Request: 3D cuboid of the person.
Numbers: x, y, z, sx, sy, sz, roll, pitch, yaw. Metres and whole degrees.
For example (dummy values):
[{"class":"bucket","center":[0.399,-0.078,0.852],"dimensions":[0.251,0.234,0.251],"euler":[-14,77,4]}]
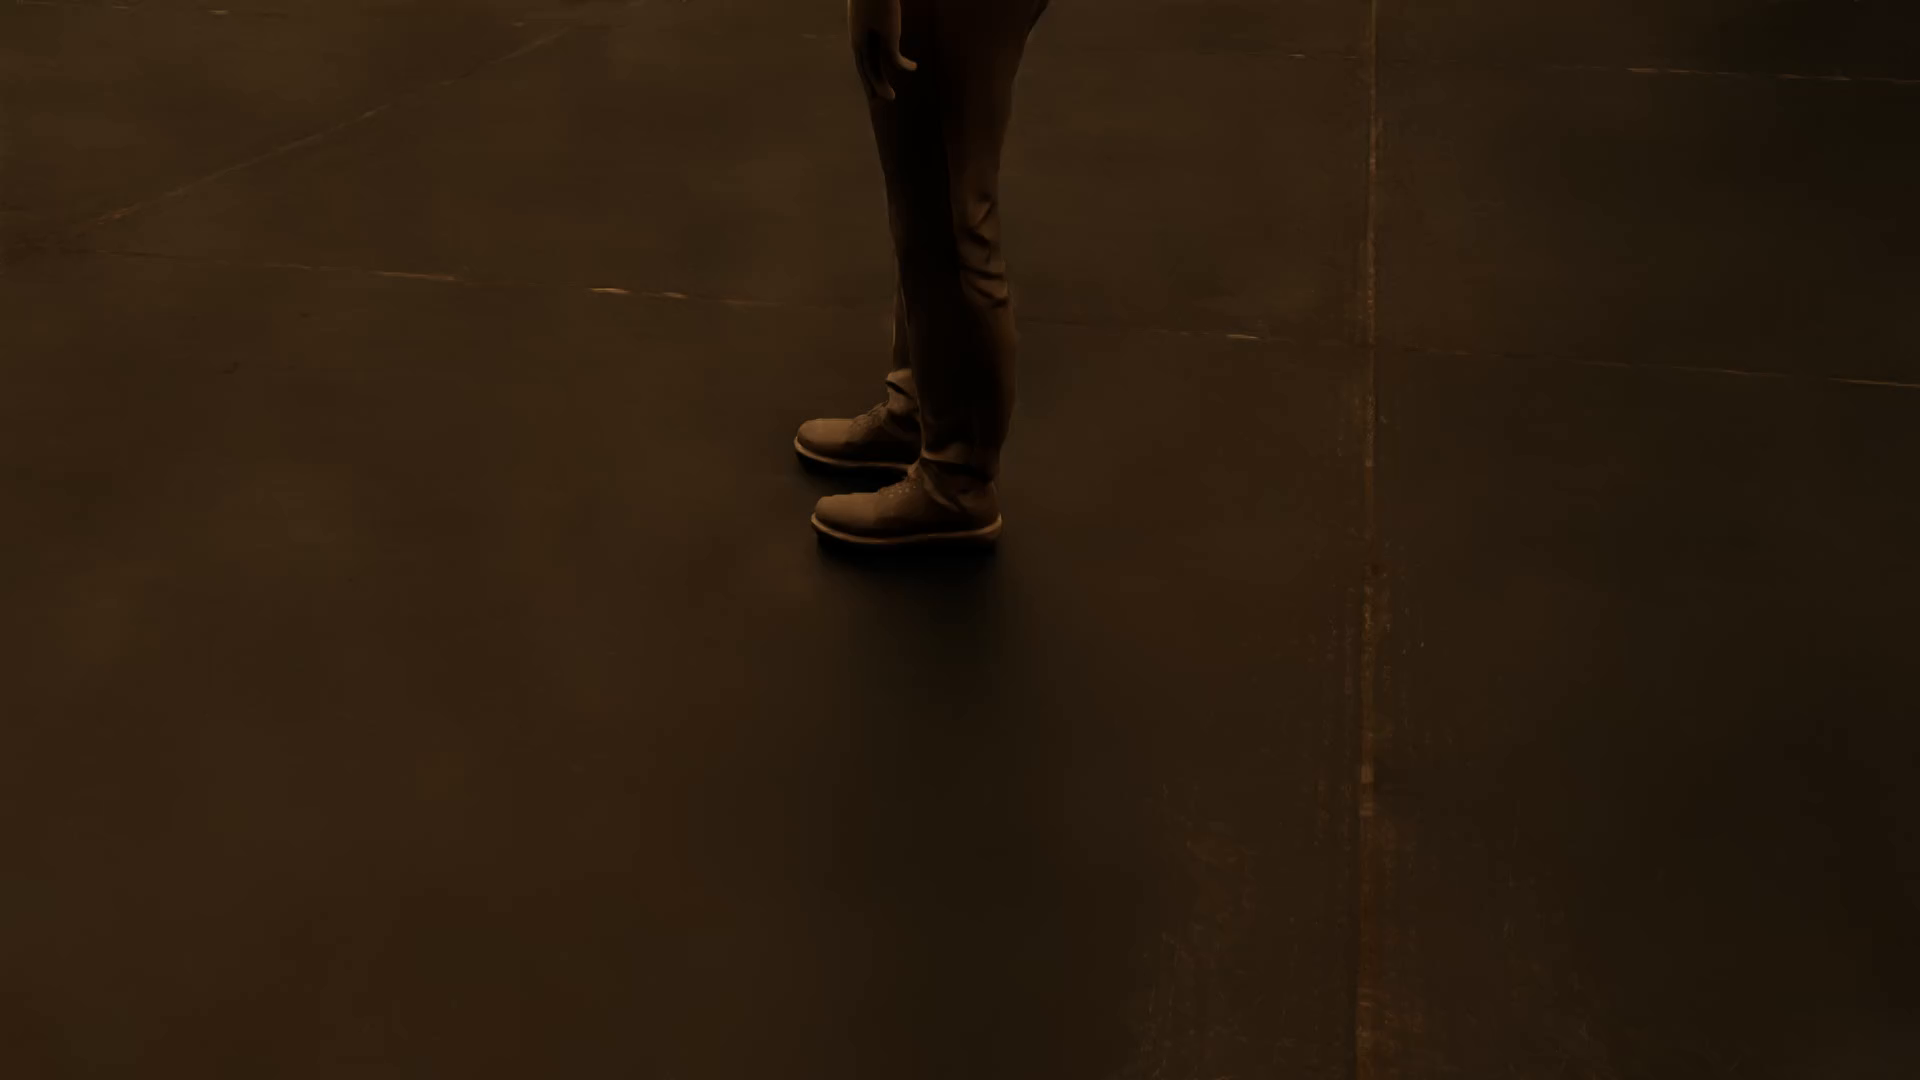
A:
[{"class":"person","center":[-0.065,-0.773,2.134],"dimensions":[0.533,1.695,0.586],"euler":[6,27,11]}]
